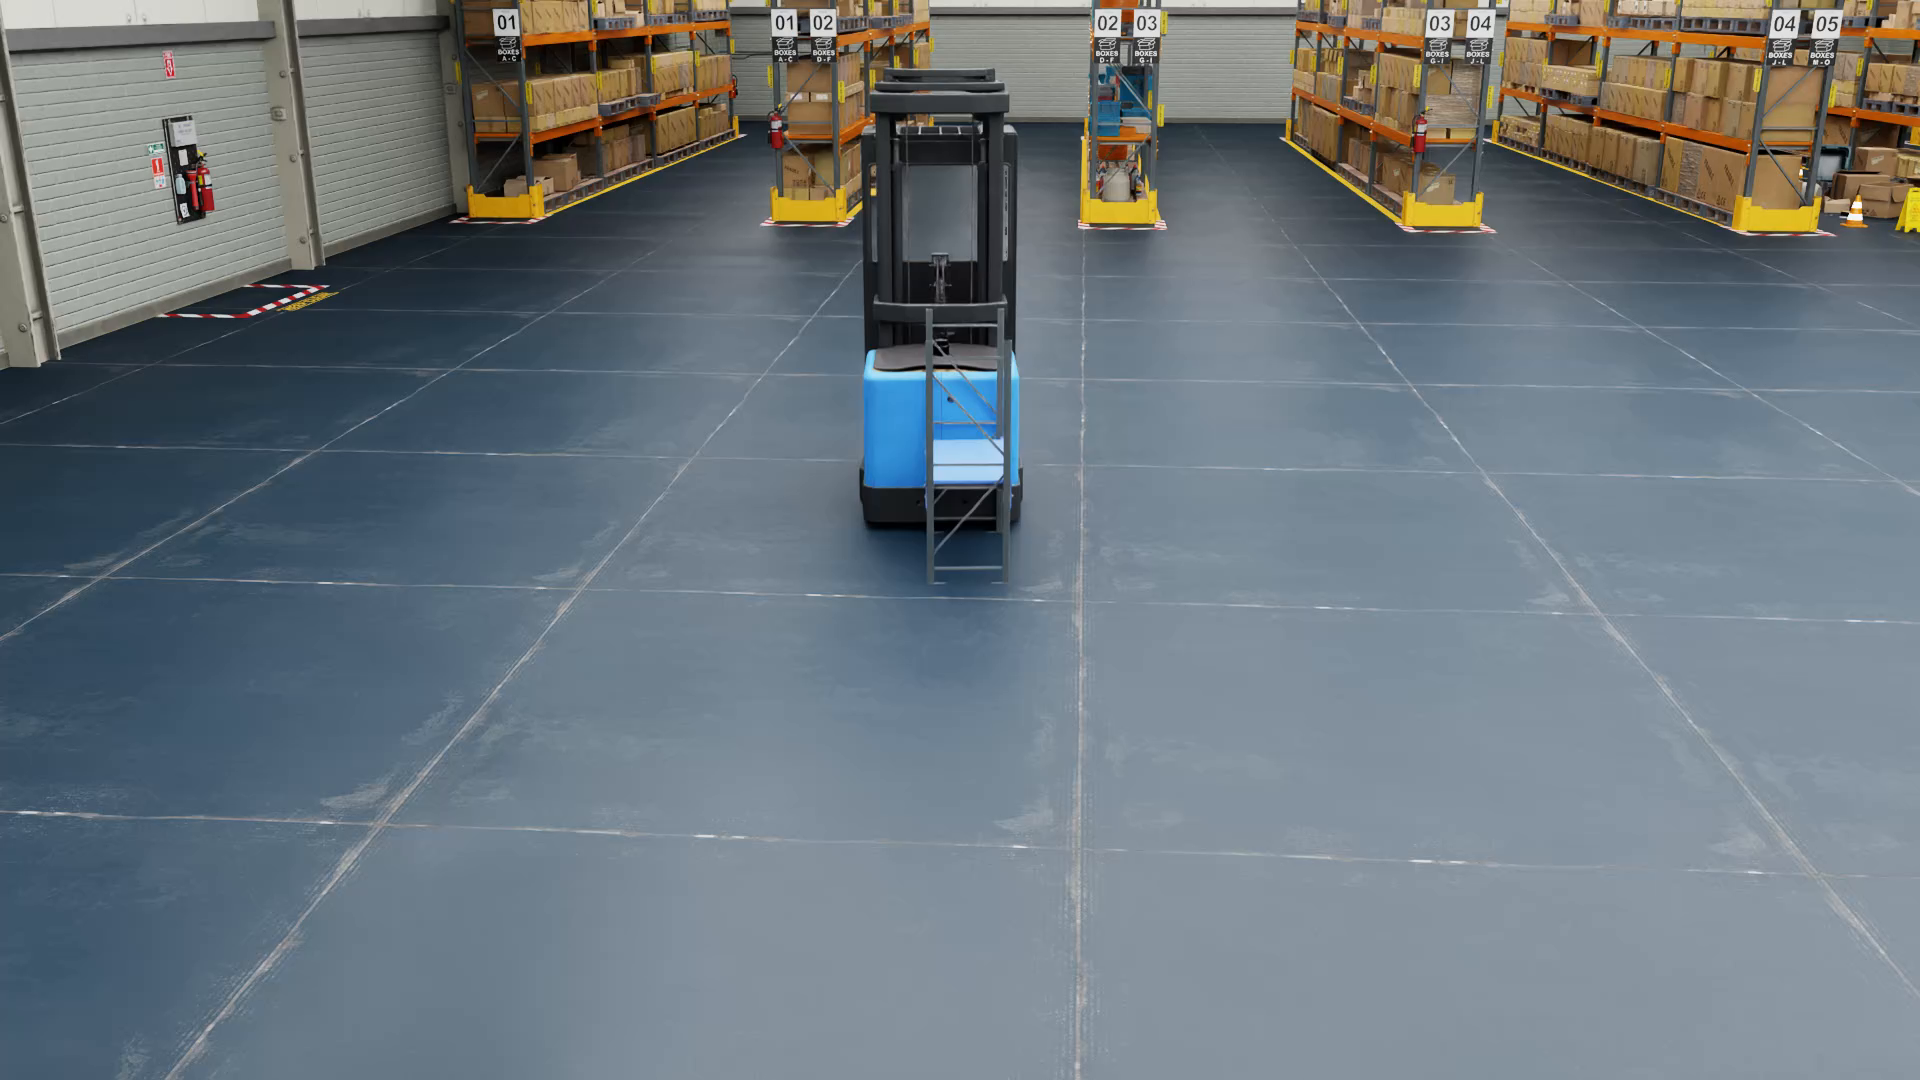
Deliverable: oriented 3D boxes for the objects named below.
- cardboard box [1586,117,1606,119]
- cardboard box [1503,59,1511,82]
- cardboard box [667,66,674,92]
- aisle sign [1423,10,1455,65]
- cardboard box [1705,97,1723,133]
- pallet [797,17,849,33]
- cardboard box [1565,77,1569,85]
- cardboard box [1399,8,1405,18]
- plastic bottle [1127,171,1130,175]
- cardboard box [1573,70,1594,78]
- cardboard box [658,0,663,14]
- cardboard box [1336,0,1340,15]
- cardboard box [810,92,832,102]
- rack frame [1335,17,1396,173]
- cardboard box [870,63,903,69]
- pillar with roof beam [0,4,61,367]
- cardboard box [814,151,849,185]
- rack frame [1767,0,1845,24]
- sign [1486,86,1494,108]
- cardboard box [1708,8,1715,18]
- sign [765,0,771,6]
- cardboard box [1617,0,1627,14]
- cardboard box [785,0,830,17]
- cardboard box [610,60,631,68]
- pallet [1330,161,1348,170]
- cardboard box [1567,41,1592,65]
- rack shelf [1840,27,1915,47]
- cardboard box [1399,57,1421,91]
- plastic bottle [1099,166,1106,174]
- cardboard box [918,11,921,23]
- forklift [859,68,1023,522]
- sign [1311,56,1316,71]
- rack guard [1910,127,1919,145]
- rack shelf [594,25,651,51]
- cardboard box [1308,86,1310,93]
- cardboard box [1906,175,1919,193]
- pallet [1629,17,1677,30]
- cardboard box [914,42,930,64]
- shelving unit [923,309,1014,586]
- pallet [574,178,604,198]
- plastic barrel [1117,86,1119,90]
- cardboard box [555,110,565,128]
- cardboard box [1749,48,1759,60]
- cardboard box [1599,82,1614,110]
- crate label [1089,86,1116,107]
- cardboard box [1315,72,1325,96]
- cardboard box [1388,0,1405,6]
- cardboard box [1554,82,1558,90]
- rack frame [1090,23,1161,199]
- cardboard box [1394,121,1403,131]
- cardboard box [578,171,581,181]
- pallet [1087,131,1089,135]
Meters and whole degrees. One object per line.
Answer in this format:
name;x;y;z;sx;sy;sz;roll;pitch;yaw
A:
cardboard box;13.406;-8.704;34.803;0.500;0.250;0.500;0;18;1
cardboard box;13.260;-11.194;39.631;0.500;0.500;0.500;2;18;7
cardboard box;-6.393;-9.788;35.306;0.500;0.500;0.500;1;18;4
aisle sign;7.178;-7.534;24.924;0.394;0.787;0.004;1;18;4
cardboard box;12.582;-6.865;26.815;0.875;0.550;0.500;1;18;4
pallet;-2.323;-8.136;26.261;1.003;0.211;1.213;1;18;4
cardboard box;12.666;-9.440;34.166;0.380;0.149;0.250;2;18;5
cardboard box;7.381;-8.597;27.127;0.380;0.149;0.250;1;18;3
plastic bottle;2.906;-6.309;29.026;0.152;0.276;0.135;1;18;4
cardboard box;12.627;-9.422;33.633;0.380;0.149;0.250;2;18;6
cardboard box;-6.728;-11.453;35.374;0.700;0.500;0.500;1;18;4
cardboard box;8.180;-11.105;34.339;0.797;0.503;0.637;1;18;3
cardboard box;-2.156;-7.007;26.286;0.380;0.149;0.250;1;18;4
rack frame;8.055;-8.796;32.950;1.000;3.000;0.127;1;18;4
cardboard box;-1.604;-9.958;35.660;0.700;0.500;0.500;-3;18;-10
pillar with roof beam;-4.719;-5.908;14.501;9.100;9.000;0.400;1;18;4
cardboard box;-2.105;-6.100;27.259;0.500;0.500;0.500;1;18;4
rack frame;12.421;-9.020;24.000;1.000;3.000;0.127;1;18;4
sign;8.022;-6.711;25.196;0.100;0.325;0.005;1;18;4
cardboard box;12.253;-8.464;26.687;0.380;0.149;0.250;1;18;4
sign;-2.940;-8.359;25.503;0.100;0.325;0.005;1;18;4
cardboard box;12.723;-10.064;31.311;0.500;0.311;0.500;1;18;4
cardboard box;-2.354;-8.453;26.020;0.797;0.503;0.637;3;18;8
cardboard box;-6.770;-9.485;33.142;0.380;0.149;0.250;-2;18;-5
pallet;8.186;-7.714;34.126;1.003;0.211;1.213;1;18;4
cardboard box;13.557;-10.695;36.501;0.500;0.500;0.500;2;18;5
rack shelf;18.083;-10.280;33.816;1.077;0.370;4.000;1;18;4
cardboard box;7.343;-7.462;26.636;0.500;0.500;0.500;1;18;4
plastic bottle;2.500;-6.370;29.093;0.144;0.351;0.185;1;18;4
cardboard box;-1.180;-12.071;38.368;0.500;0.250;0.500;1;18;4
forklift;-0.148;-1.915;12.059;1.130;2.935;3.031;0;18;-1
sign;7.788;-10.499;36.631;0.100;0.325;0.005;1;18;4
rack guard;23.458;-9.738;39.840;1.175;0.500;0.348;1;18;4
rack shelf;-6.910;-9.590;31.712;1.077;0.370;4.000;1;18;4
cardboard box;8.073;-10.181;37.579;0.380;0.149;0.250;1;18;3
cardboard box;16.218;-5.843;27.949;0.500;0.500;0.500;17;25;41
pallet;12.924;-9.441;30.405;1.003;0.211;1.213;2;18;6
cardboard box;-1.010;-11.881;40.599;0.500;0.500;0.500;1;18;3
shelving unit;0.041;-0.600;10.347;0.538;1.500;1.048;0;18;-1
pallet;-7.067;-6.351;29.966;1.003;0.211;1.213;1;18;4
plastic barrel;3.254;-8.636;32.280;0.421;0.512;0.421;0;18;0
cardboard box;-6.923;-7.046;27.816;0.500;0.250;0.500;1;18;3
cardboard box;18.056;-10.808;37.325;0.500;0.500;0.500;2;18;5
cardboard box;12.693;-8.568;32.094;0.500;0.500;0.500;1;18;5
crate label;2.774;-8.621;32.359;0.502;0.435;0.616;1;18;4
cardboard box;8.059;-9.949;36.307;0.500;0.500;0.500;1;18;4
cardboard box;7.900;-9.372;29.049;0.797;0.503;0.637;0;18;1
cardboard box;12.722;-9.544;34.960;0.380;0.149;0.250;0;18;1
rack frame;2.541;-6.422;25.705;1.000;3.000;0.127;1;18;4
cardboard box;7.299;-6.753;27.120;0.380;0.149;0.250;1;18;4
cardboard box;-7.062;-6.581;30.035;0.380;0.166;0.250;-1;18;-3
pallet;3.590;-9.811;40.525;1.003;0.211;1.213;1;18;4
